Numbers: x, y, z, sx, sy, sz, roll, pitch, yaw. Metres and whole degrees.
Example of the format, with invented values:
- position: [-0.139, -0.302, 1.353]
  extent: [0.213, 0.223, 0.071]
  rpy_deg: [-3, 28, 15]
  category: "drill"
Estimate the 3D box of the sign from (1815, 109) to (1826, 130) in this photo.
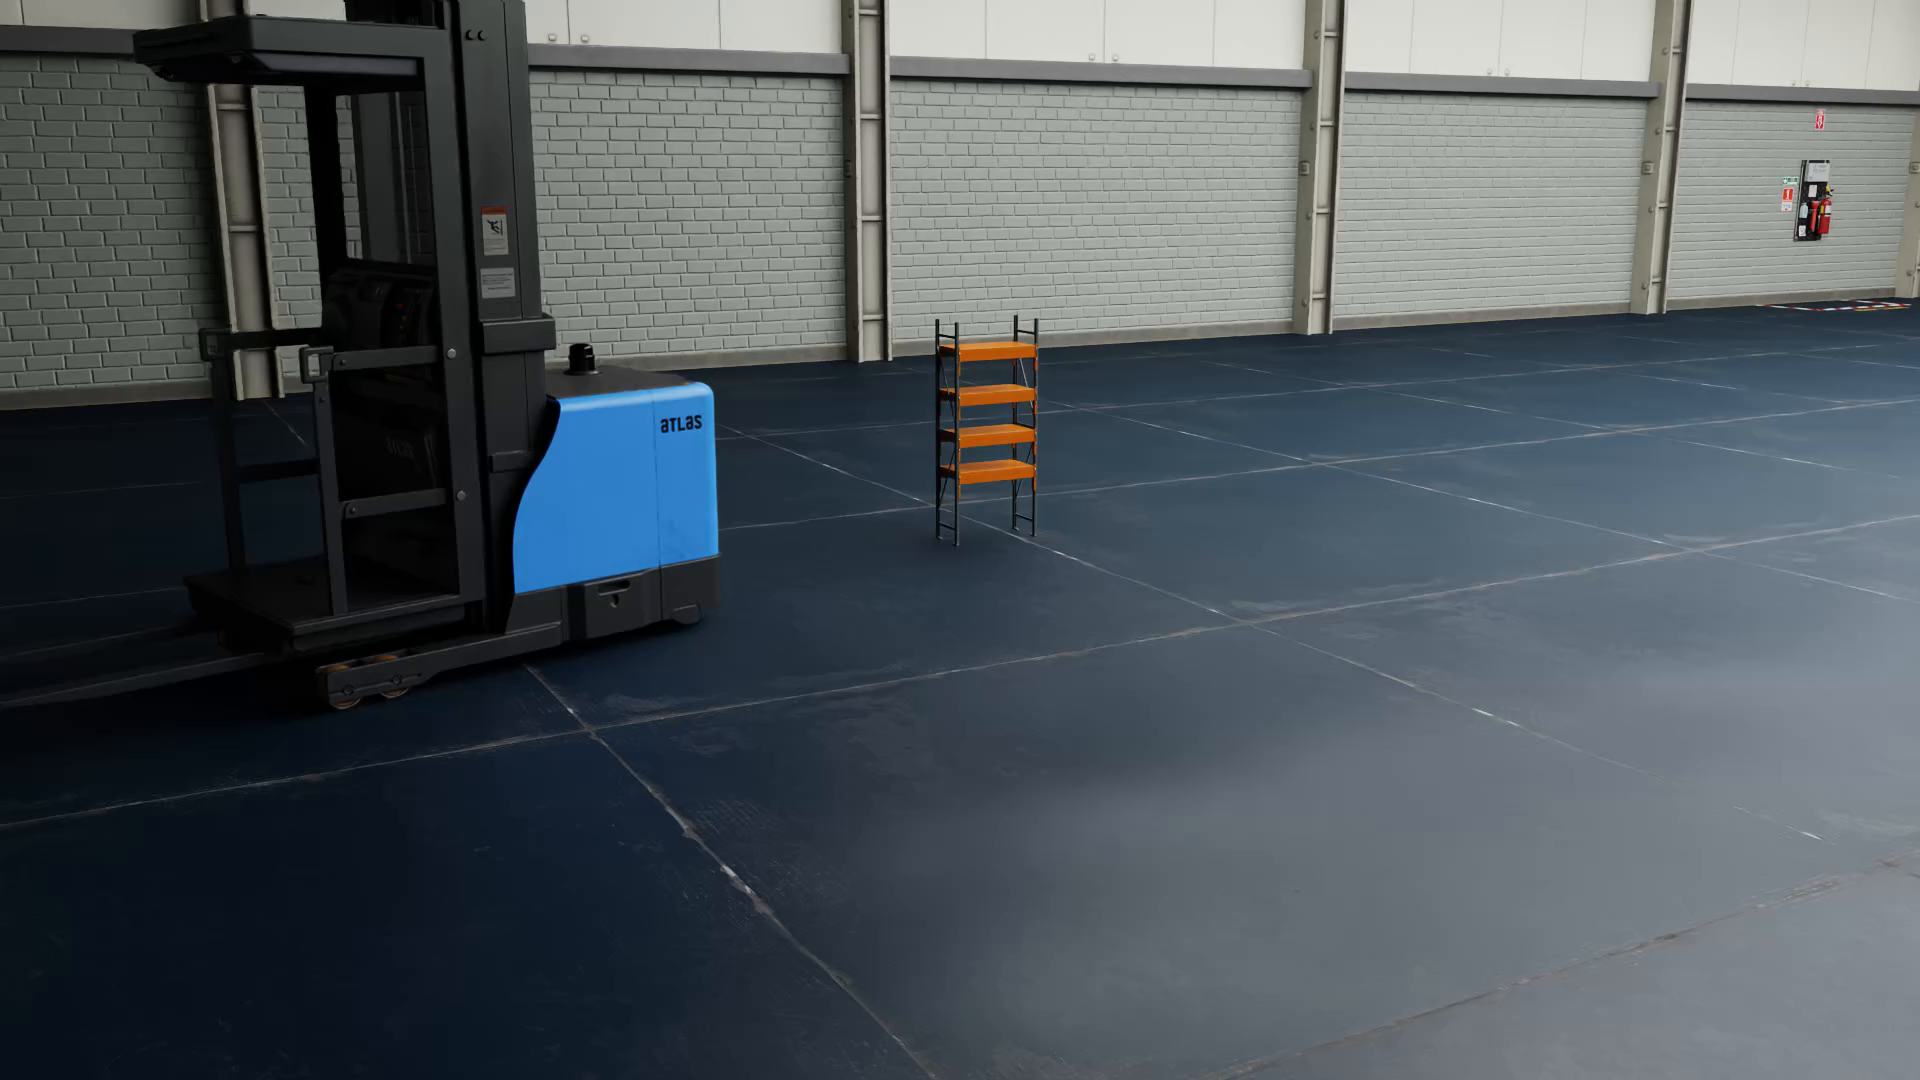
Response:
- position: [12.600, -6.157, 24.358]
  extent: [0.199, 0.298, 0.001]
  rpy_deg: [-7, 14, -28]
  category: "sign"

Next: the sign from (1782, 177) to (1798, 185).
- position: [12.128, -5.245, 24.293]
  extent: [0.331, 0.109, 0.001]
  rpy_deg: [-7, 14, -28]
  category: "sign"

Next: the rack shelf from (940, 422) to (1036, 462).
- position: [0.145, -0.537, 9.070]
  extent: [0.480, 0.148, 0.258]
  rpy_deg: [-7, 14, -28]
  category: "rack shelf"

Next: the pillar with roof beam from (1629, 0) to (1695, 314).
- position: [11.638, -6.727, 18.503]
  extent: [0.400, 9.000, 9.100]
  rpy_deg: [-7, 14, -28]
  category: "pillar with roof beam"

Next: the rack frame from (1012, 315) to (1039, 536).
- position: [0.359, -0.628, 9.169]
  extent: [0.015, 1.200, 0.240]
  rpy_deg: [-7, 14, -28]
  category: "rack frame"

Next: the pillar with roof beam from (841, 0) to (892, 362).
- position: [1.106, -5.464, 12.894]
  extent: [0.400, 9.000, 9.100]
  rpy_deg: [-7, 14, -28]
  category: "pillar with roof beam"

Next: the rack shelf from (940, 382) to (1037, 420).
- position: [0.145, -0.755, 9.020]
  extent: [0.480, 0.148, 0.258]
  rpy_deg: [-7, 14, -28]
  category: "rack shelf"

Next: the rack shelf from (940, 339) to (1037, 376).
- position: [0.145, -0.986, 8.969]
  extent: [0.480, 0.148, 0.258]
  rpy_deg: [-7, 14, -28]
  category: "rack shelf"

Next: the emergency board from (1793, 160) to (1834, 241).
- position: [12.655, -5.008, 24.531]
  extent: [0.643, 1.169, 0.194]
  rpy_deg: [-7, 14, -28]
  category: "emergency board"

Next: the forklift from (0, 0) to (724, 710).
- position: [-2.479, -0.920, 6.521]
  extent: [3.031, 2.935, 1.130]
  rpy_deg: [-12, 17, -42]
  category: "forklift"

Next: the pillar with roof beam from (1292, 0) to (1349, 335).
- position: [6.372, -6.095, 15.699]
  extent: [0.400, 9.000, 9.100]
  rpy_deg: [-7, 14, -28]
  category: "pillar with roof beam"

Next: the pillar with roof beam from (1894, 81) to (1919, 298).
- position: [16.905, -7.358, 21.308]
  extent: [0.400, 9.000, 9.100]
  rpy_deg: [-7, 14, -28]
  category: "pillar with roof beam"

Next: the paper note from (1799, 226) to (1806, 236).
- position: [12.466, -4.573, 24.604]
  extent: [0.142, 0.148, 0.016]
  rpy_deg: [-7, 14, -28]
  category: "paper note"

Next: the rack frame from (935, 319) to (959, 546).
- position: [-0.069, -0.577, 8.941]
  extent: [0.015, 1.200, 0.240]
  rpy_deg: [-7, 14, -28]
  category: "rack frame"

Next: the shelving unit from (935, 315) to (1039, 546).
- position: [0.145, -0.603, 9.055]
  extent: [0.503, 1.200, 0.258]
  rpy_deg: [-7, 14, -28]
  category: "shelving unit"

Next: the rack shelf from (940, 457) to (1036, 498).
- position: [0.145, -0.343, 9.113]
  extent: [0.480, 0.148, 0.258]
  rpy_deg: [-7, 14, -28]
  category: "rack shelf"

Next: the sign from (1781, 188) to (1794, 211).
- position: [12.120, -4.987, 24.357]
  extent: [0.234, 0.329, 0.001]
  rpy_deg: [-7, 14, -28]
  category: "sign"

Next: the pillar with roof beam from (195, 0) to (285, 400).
- position: [-4.161, -4.833, 10.089]
  extent: [0.400, 9.000, 9.100]
  rpy_deg: [-7, 14, -28]
  category: "pillar with roof beam"
